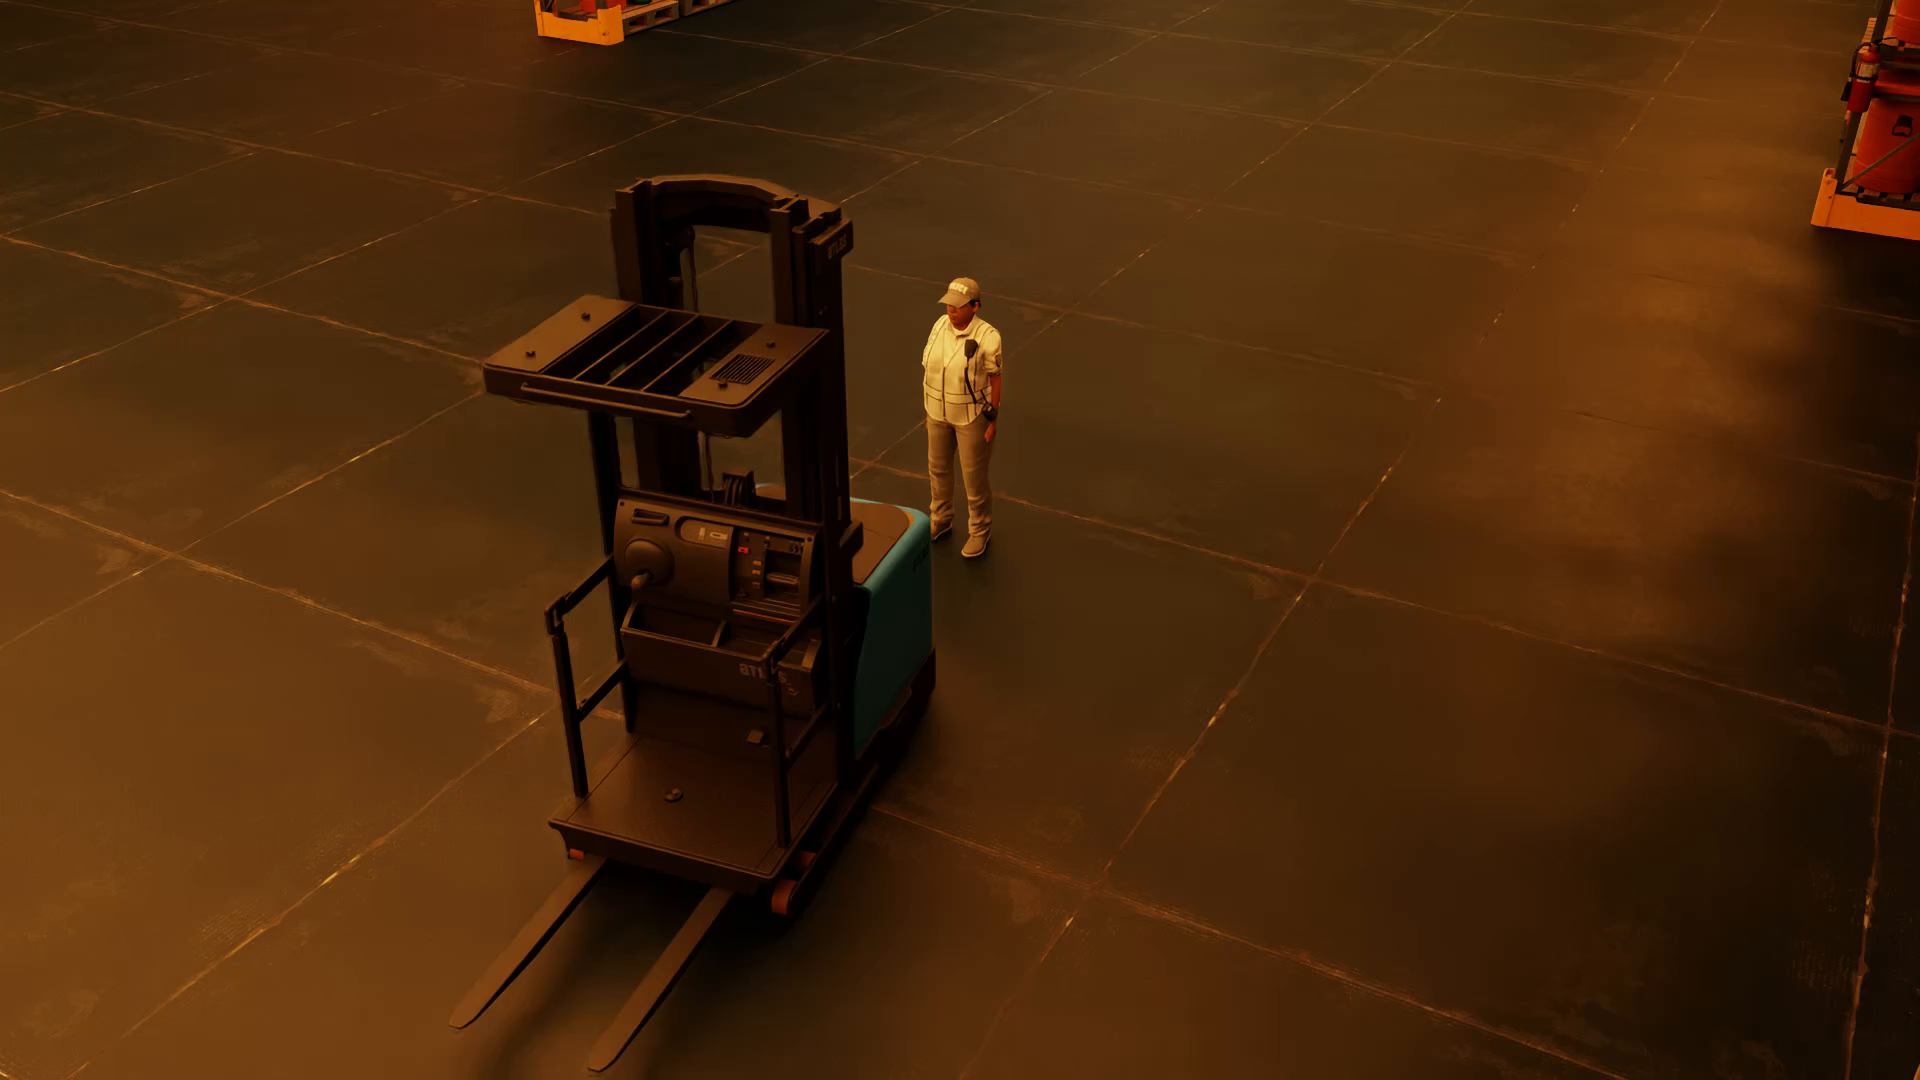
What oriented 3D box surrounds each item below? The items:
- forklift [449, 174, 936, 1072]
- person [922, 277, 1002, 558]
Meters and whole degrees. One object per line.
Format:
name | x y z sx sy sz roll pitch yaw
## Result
forklift | -1.115 0.123 6.857 1.130 2.935 3.031 11 32 18
person | -0.007 -0.717 9.588 0.483 1.668 0.394 15 33 25
